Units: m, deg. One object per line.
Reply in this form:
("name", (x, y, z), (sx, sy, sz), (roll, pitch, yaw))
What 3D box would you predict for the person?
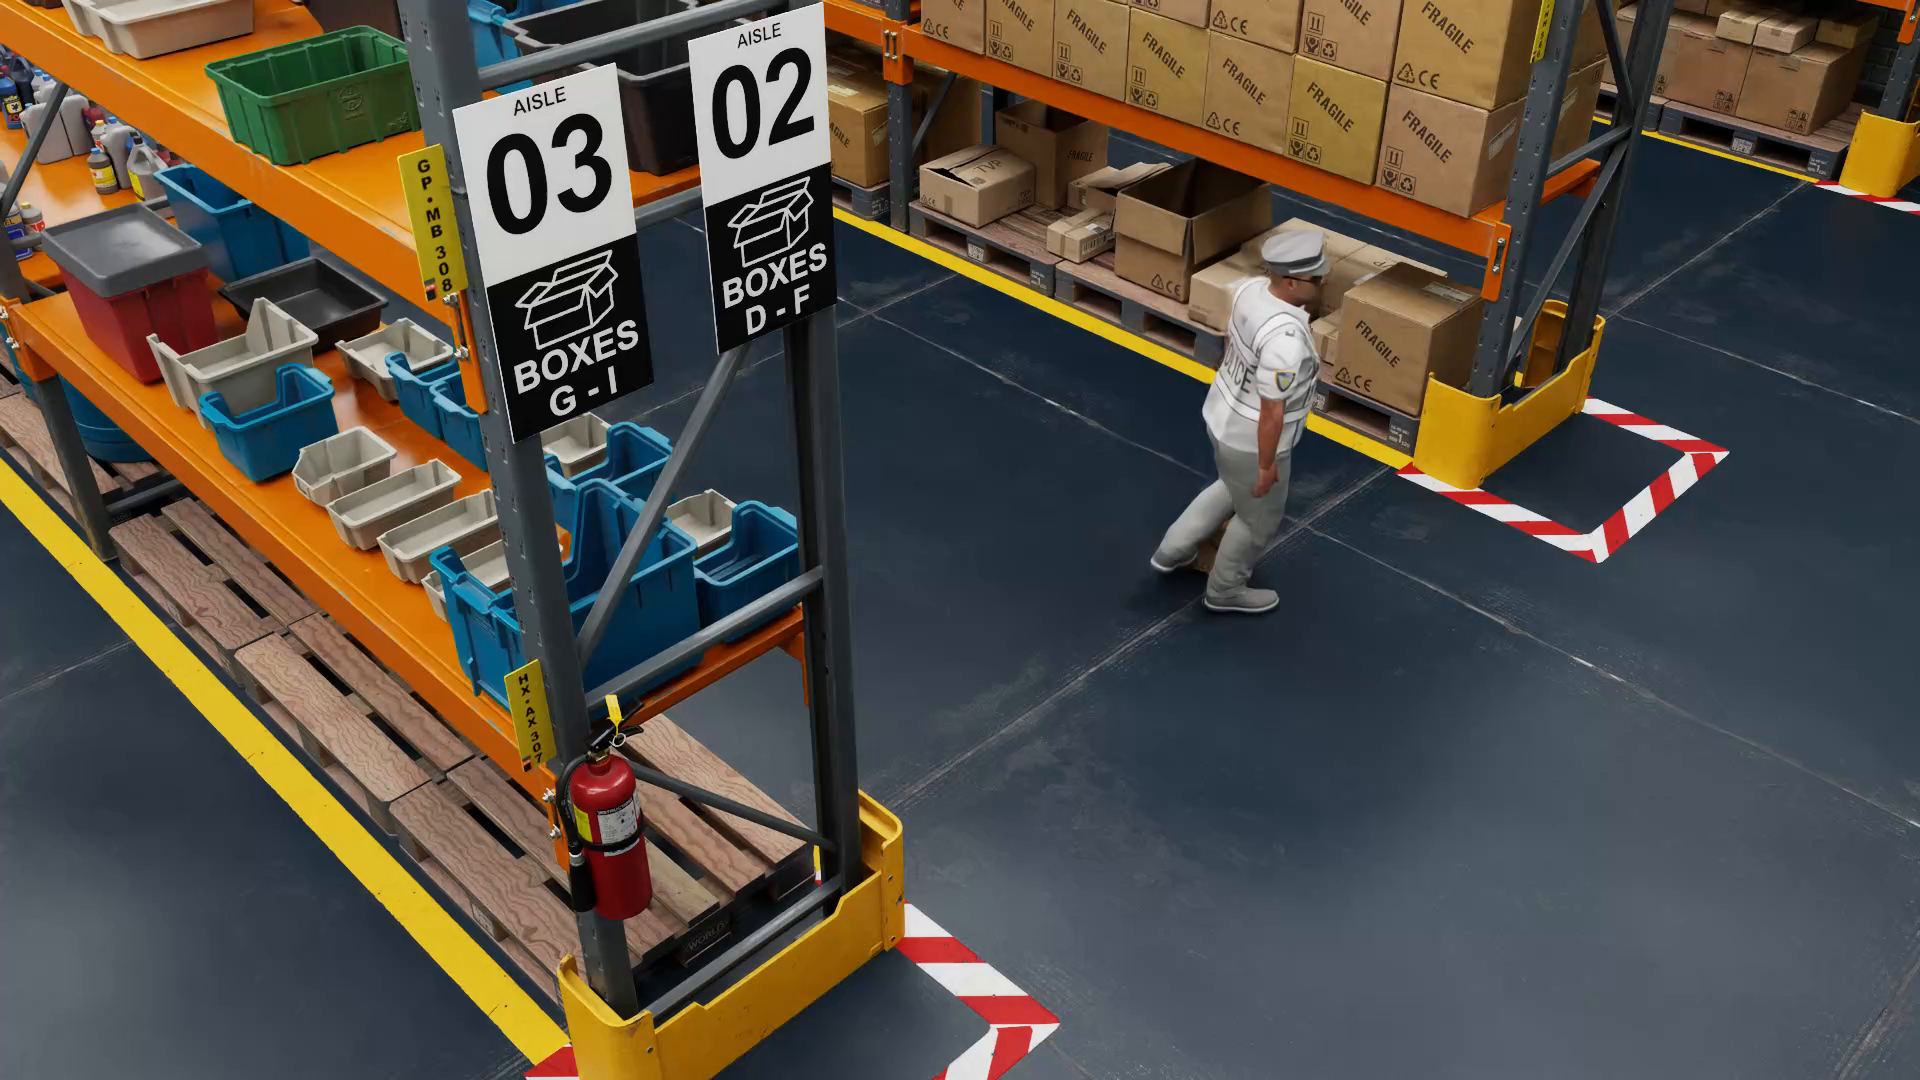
("person", (1.121, -0.446, 6.761), (0.571, 1.750, 0.593), (-6, 36, -8))
